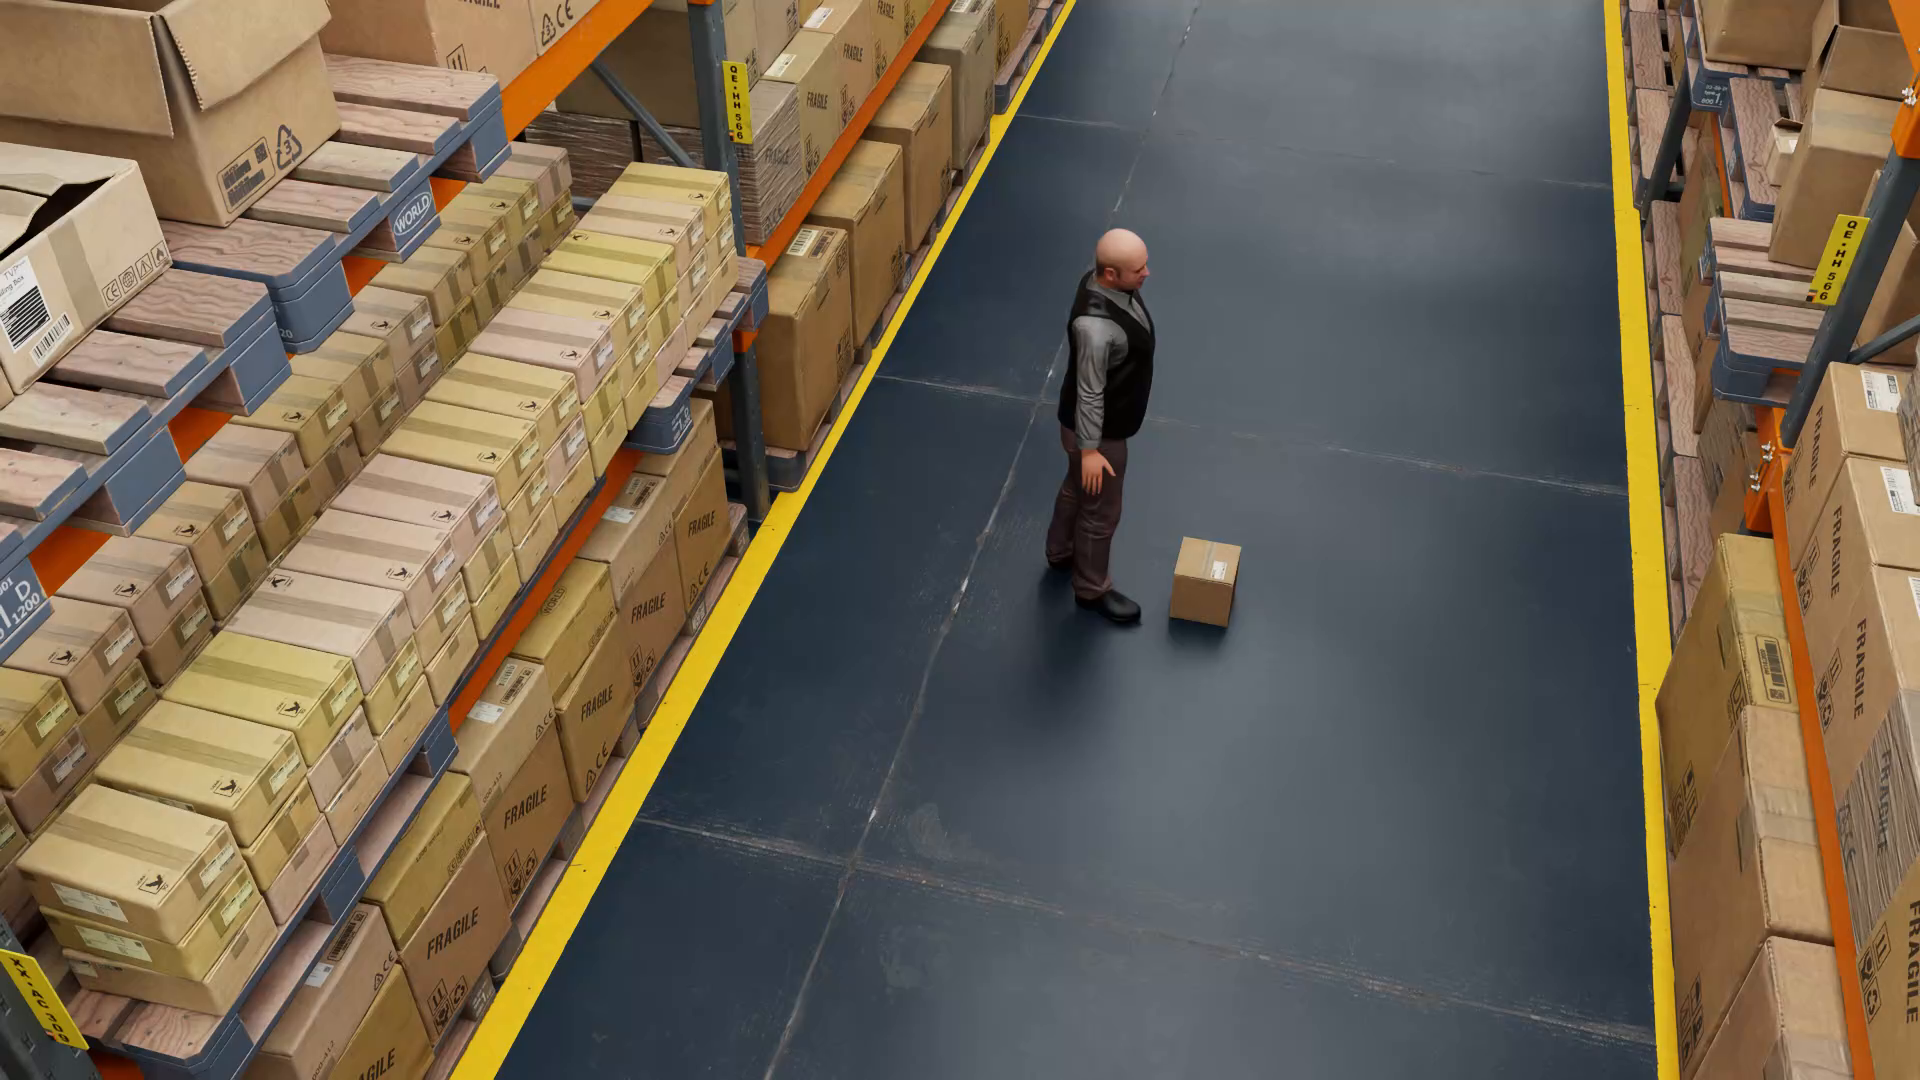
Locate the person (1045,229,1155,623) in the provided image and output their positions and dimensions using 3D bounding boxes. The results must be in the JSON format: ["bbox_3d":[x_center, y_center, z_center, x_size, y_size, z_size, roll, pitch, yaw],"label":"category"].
[{"bbox_3d":[0.580,-0.463,6.685,0.443,1.730,0.616,6,41,7],"label":"person"}]
